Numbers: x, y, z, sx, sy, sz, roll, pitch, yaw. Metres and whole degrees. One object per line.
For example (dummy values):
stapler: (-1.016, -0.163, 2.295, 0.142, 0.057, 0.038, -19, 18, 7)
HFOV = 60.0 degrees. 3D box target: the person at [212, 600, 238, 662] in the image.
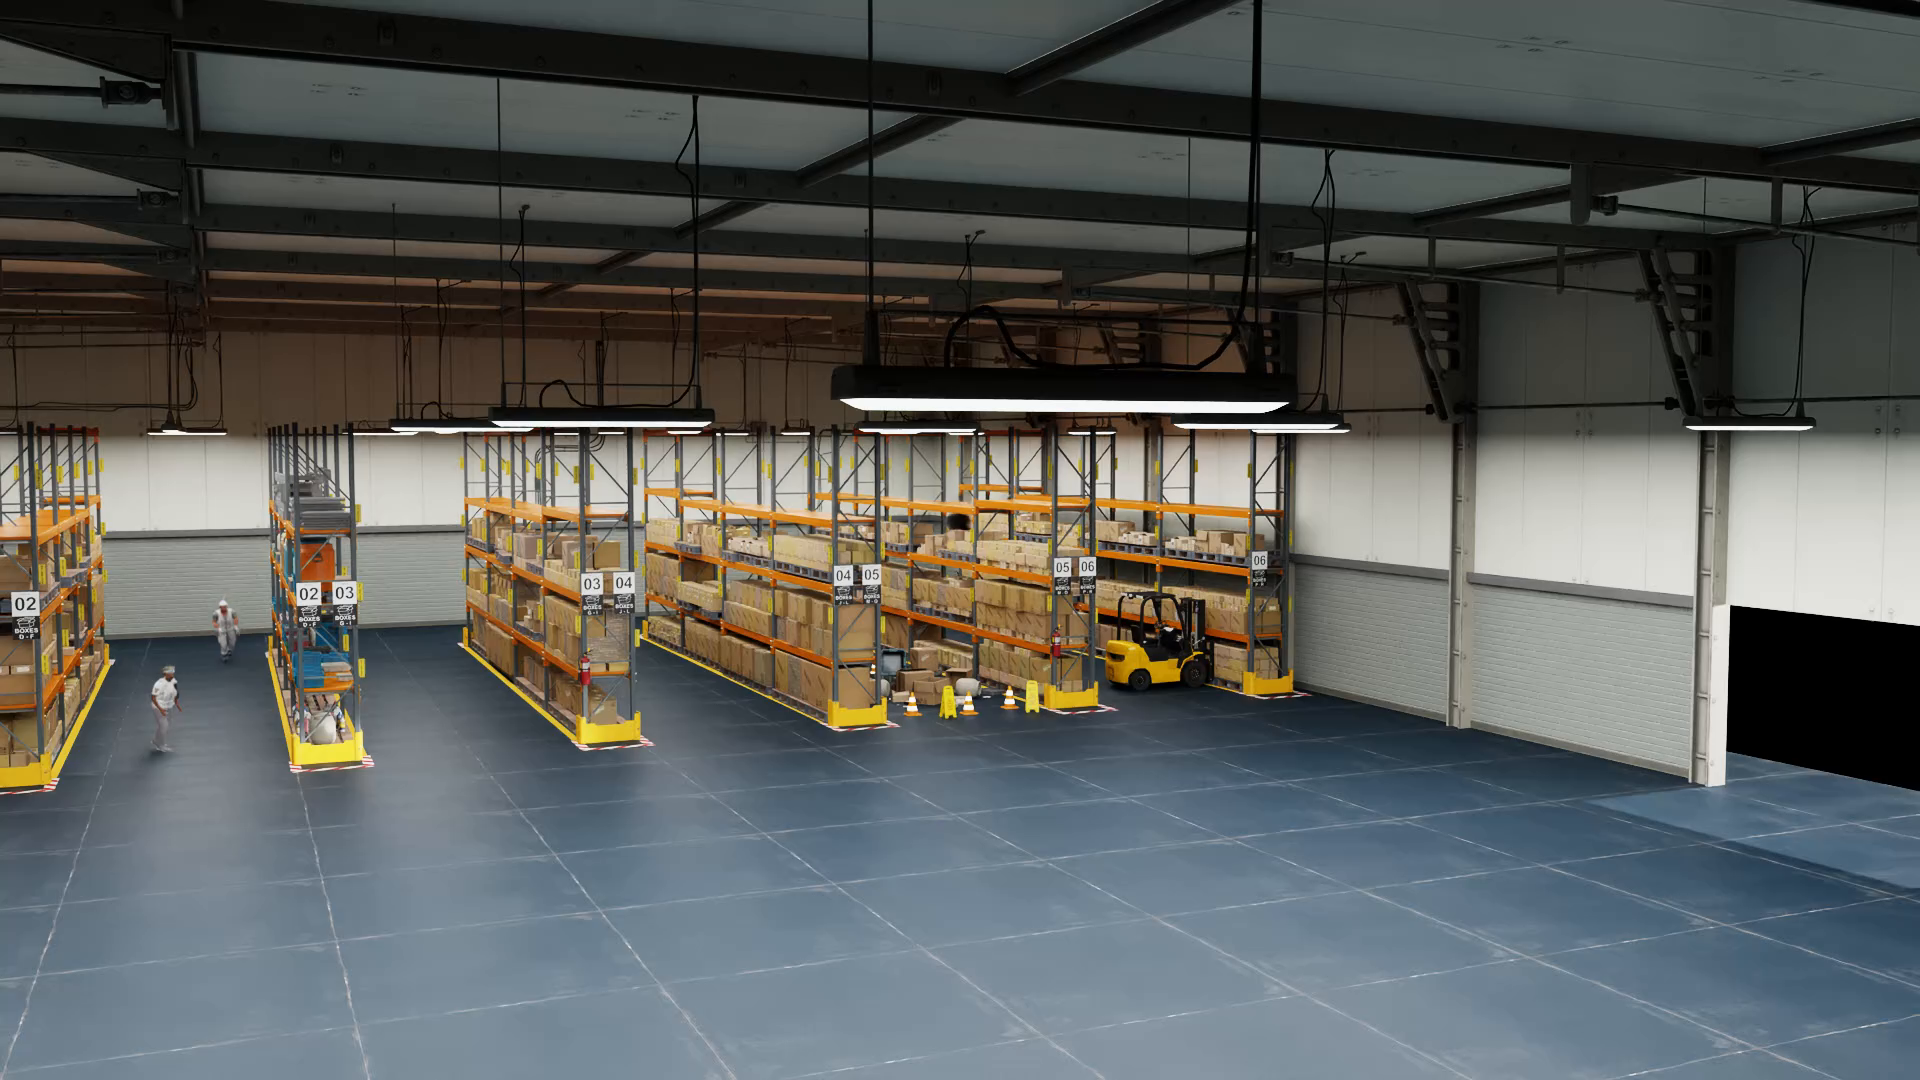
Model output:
person: (-18.768, 2.316, 42.461, 0.639, 1.614, 0.898, -2, 4, -34)

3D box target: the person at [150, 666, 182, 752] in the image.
person: (-14.570, 3.080, 30.383, 0.744, 1.621, 0.588, 1, 4, 18)
